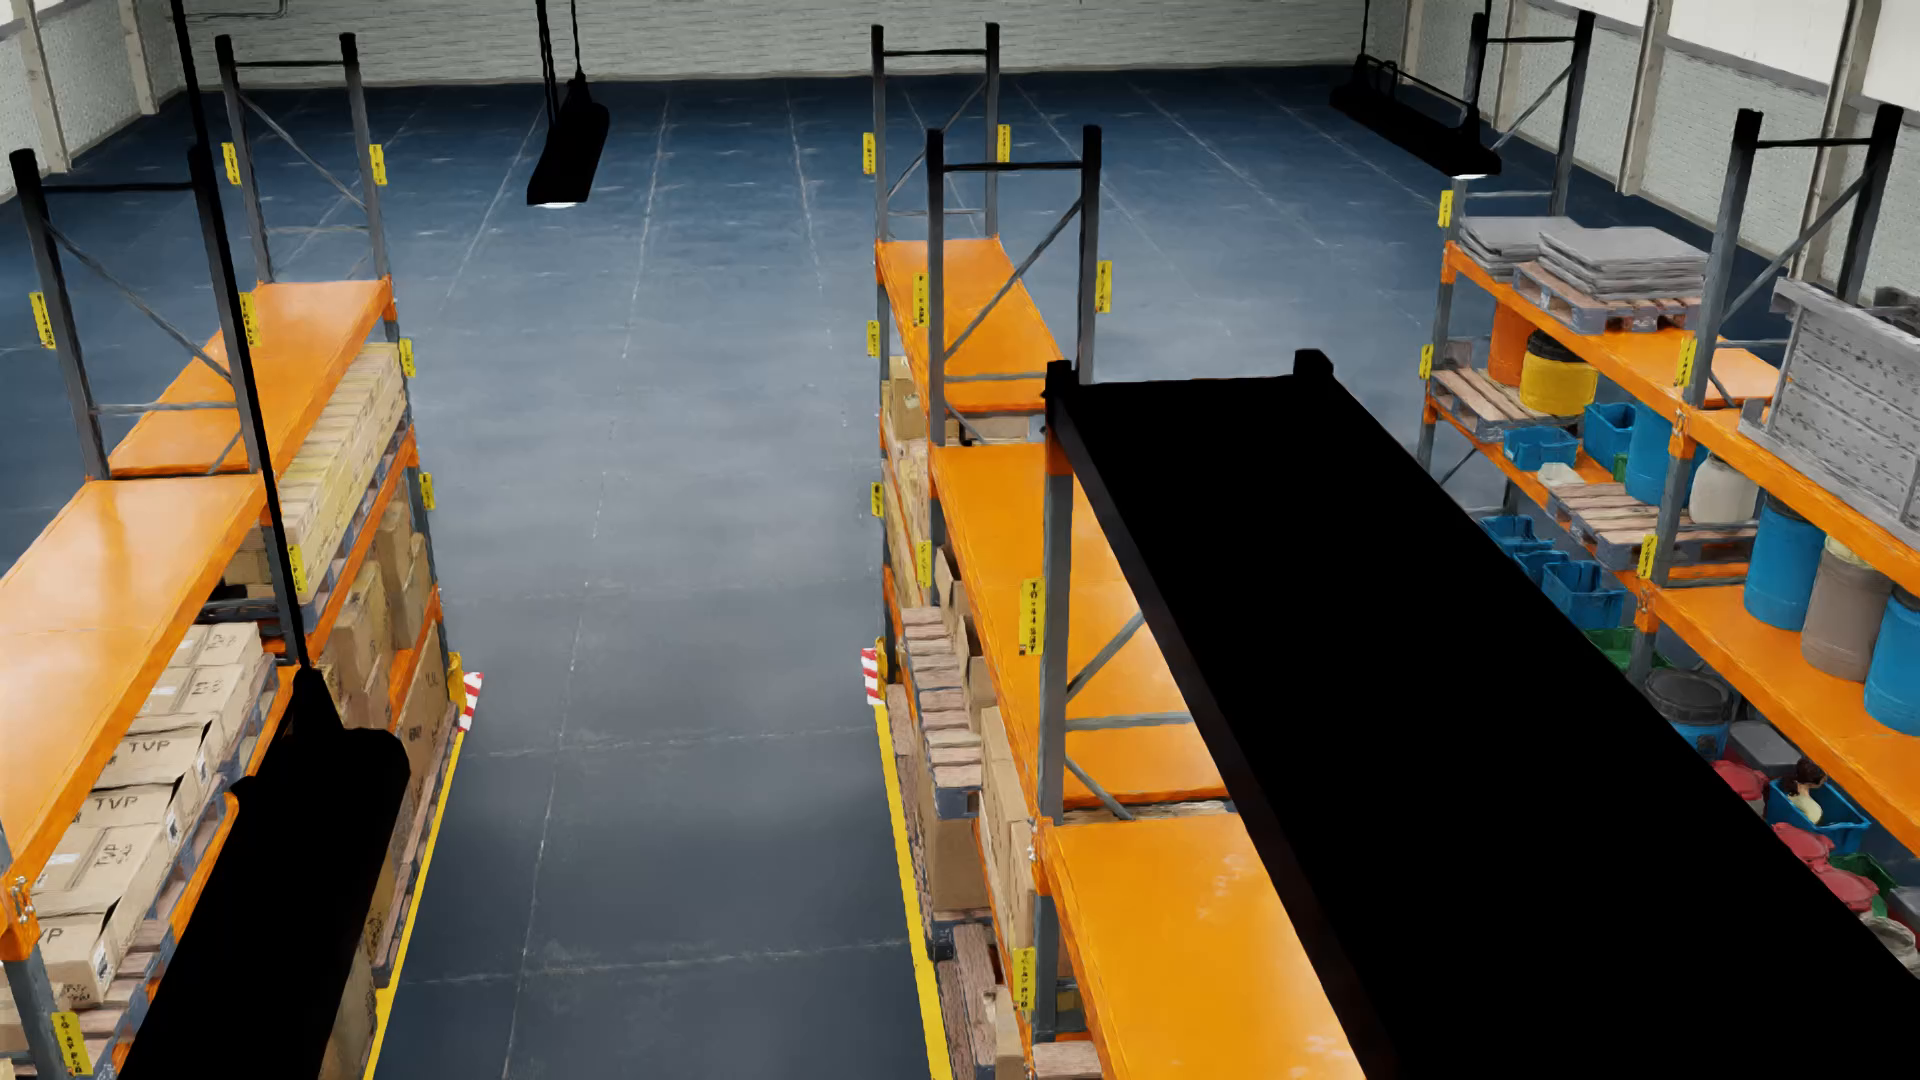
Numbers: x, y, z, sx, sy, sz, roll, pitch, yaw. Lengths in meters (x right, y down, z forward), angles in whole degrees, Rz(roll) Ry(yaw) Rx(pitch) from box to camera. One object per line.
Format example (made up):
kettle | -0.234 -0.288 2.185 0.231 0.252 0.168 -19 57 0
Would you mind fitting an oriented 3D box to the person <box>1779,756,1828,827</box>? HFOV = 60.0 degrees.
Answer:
person | 5.674 2.197 11.484 0.610 1.641 0.617 -9 27 -18
